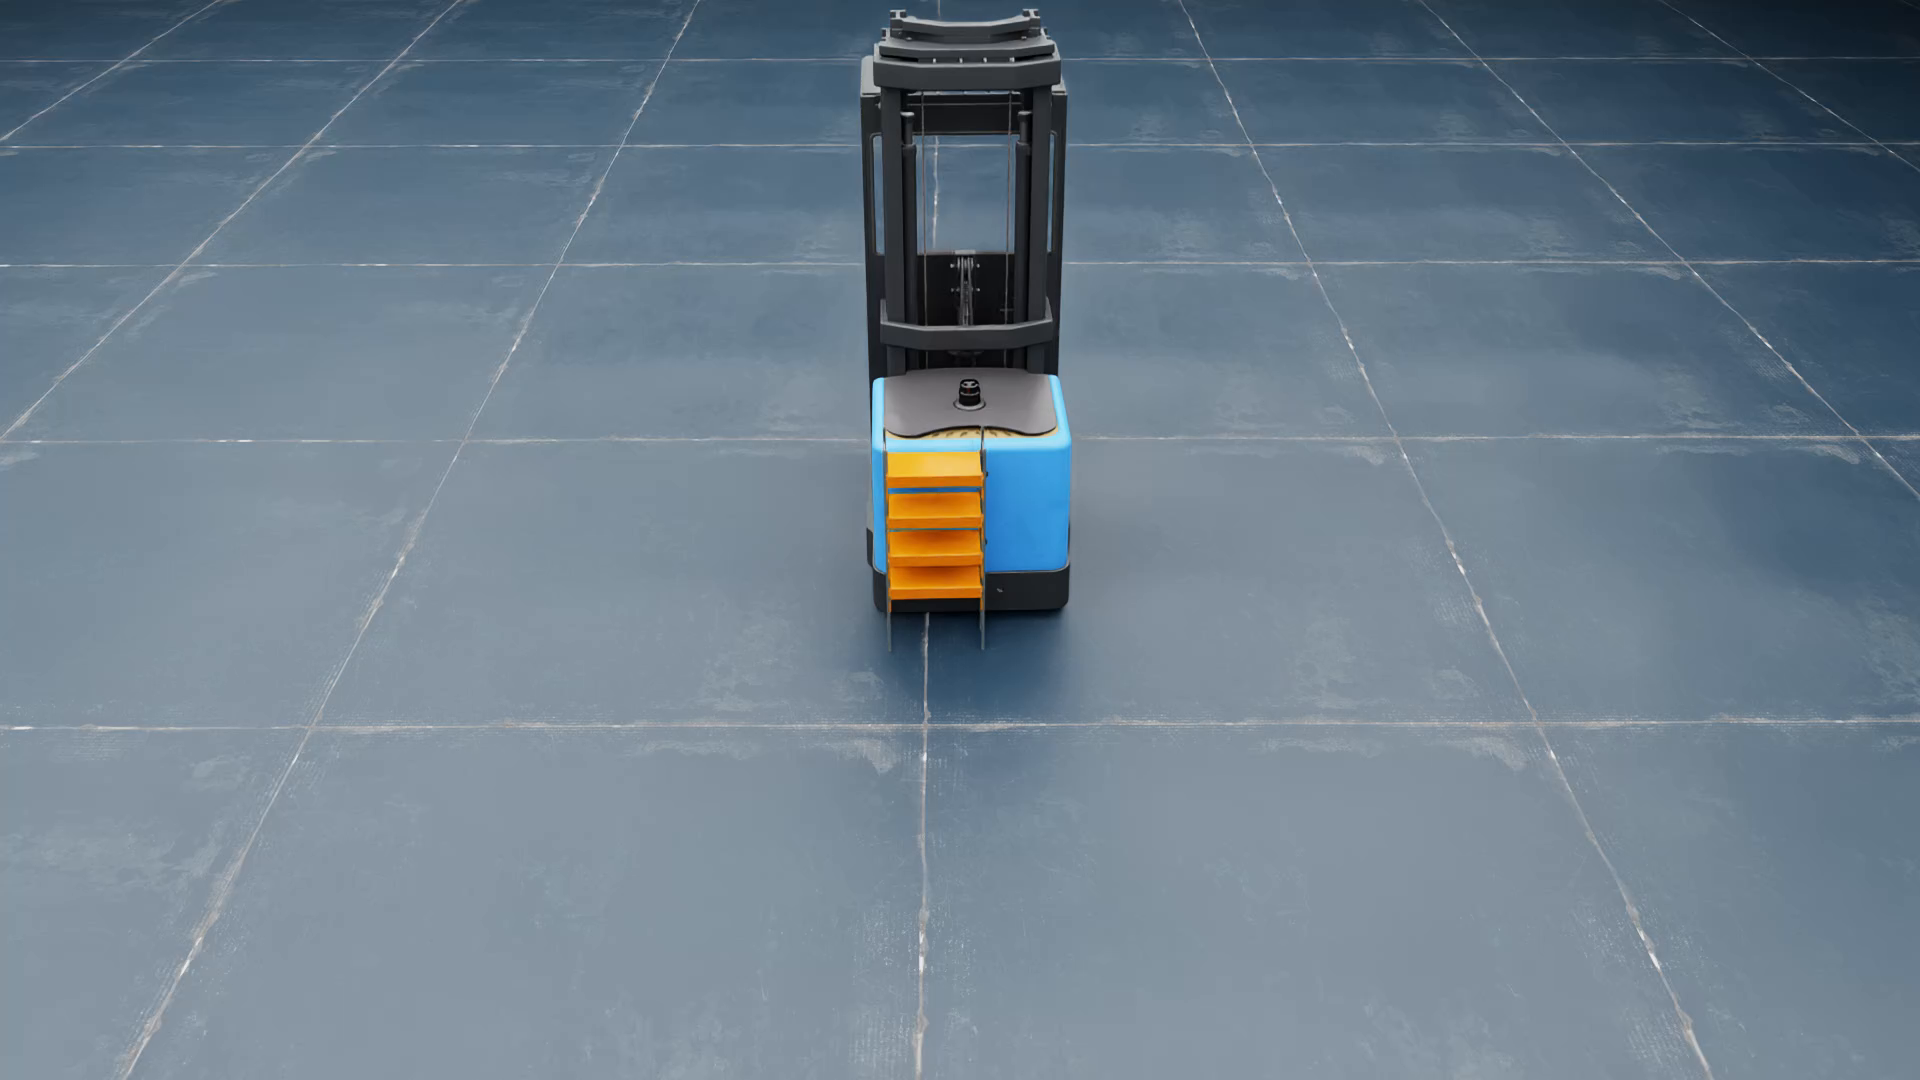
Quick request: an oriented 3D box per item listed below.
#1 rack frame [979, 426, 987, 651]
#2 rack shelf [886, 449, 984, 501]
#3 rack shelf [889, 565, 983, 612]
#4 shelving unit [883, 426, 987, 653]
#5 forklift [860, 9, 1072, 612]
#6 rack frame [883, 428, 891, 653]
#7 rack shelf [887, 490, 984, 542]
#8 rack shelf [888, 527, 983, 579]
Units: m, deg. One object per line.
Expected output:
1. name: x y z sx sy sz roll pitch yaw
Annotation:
1. rack frame: 0.116 0.005 8.470 0.015 1.200 0.240 -1 32 -2
2. rack shelf: -0.128 -0.323 8.253 0.480 0.148 0.258 -1 32 -2
3. rack shelf: -0.128 0.235 8.603 0.480 0.148 0.258 -1 32 -2
4. shelving unit: -0.128 0.010 8.462 0.503 1.200 0.258 -1 32 -2
5. forklift: 0.010 -1.598 9.447 1.130 2.935 3.031 -1 31 -2
6. rack frame: -0.372 0.015 8.454 0.015 1.200 0.240 -1 32 -2
7. rack shelf: -0.128 -0.122 8.379 0.480 0.148 0.258 -1 32 -2
8. rack shelf: -0.128 0.067 8.497 0.480 0.148 0.258 -1 32 -2
